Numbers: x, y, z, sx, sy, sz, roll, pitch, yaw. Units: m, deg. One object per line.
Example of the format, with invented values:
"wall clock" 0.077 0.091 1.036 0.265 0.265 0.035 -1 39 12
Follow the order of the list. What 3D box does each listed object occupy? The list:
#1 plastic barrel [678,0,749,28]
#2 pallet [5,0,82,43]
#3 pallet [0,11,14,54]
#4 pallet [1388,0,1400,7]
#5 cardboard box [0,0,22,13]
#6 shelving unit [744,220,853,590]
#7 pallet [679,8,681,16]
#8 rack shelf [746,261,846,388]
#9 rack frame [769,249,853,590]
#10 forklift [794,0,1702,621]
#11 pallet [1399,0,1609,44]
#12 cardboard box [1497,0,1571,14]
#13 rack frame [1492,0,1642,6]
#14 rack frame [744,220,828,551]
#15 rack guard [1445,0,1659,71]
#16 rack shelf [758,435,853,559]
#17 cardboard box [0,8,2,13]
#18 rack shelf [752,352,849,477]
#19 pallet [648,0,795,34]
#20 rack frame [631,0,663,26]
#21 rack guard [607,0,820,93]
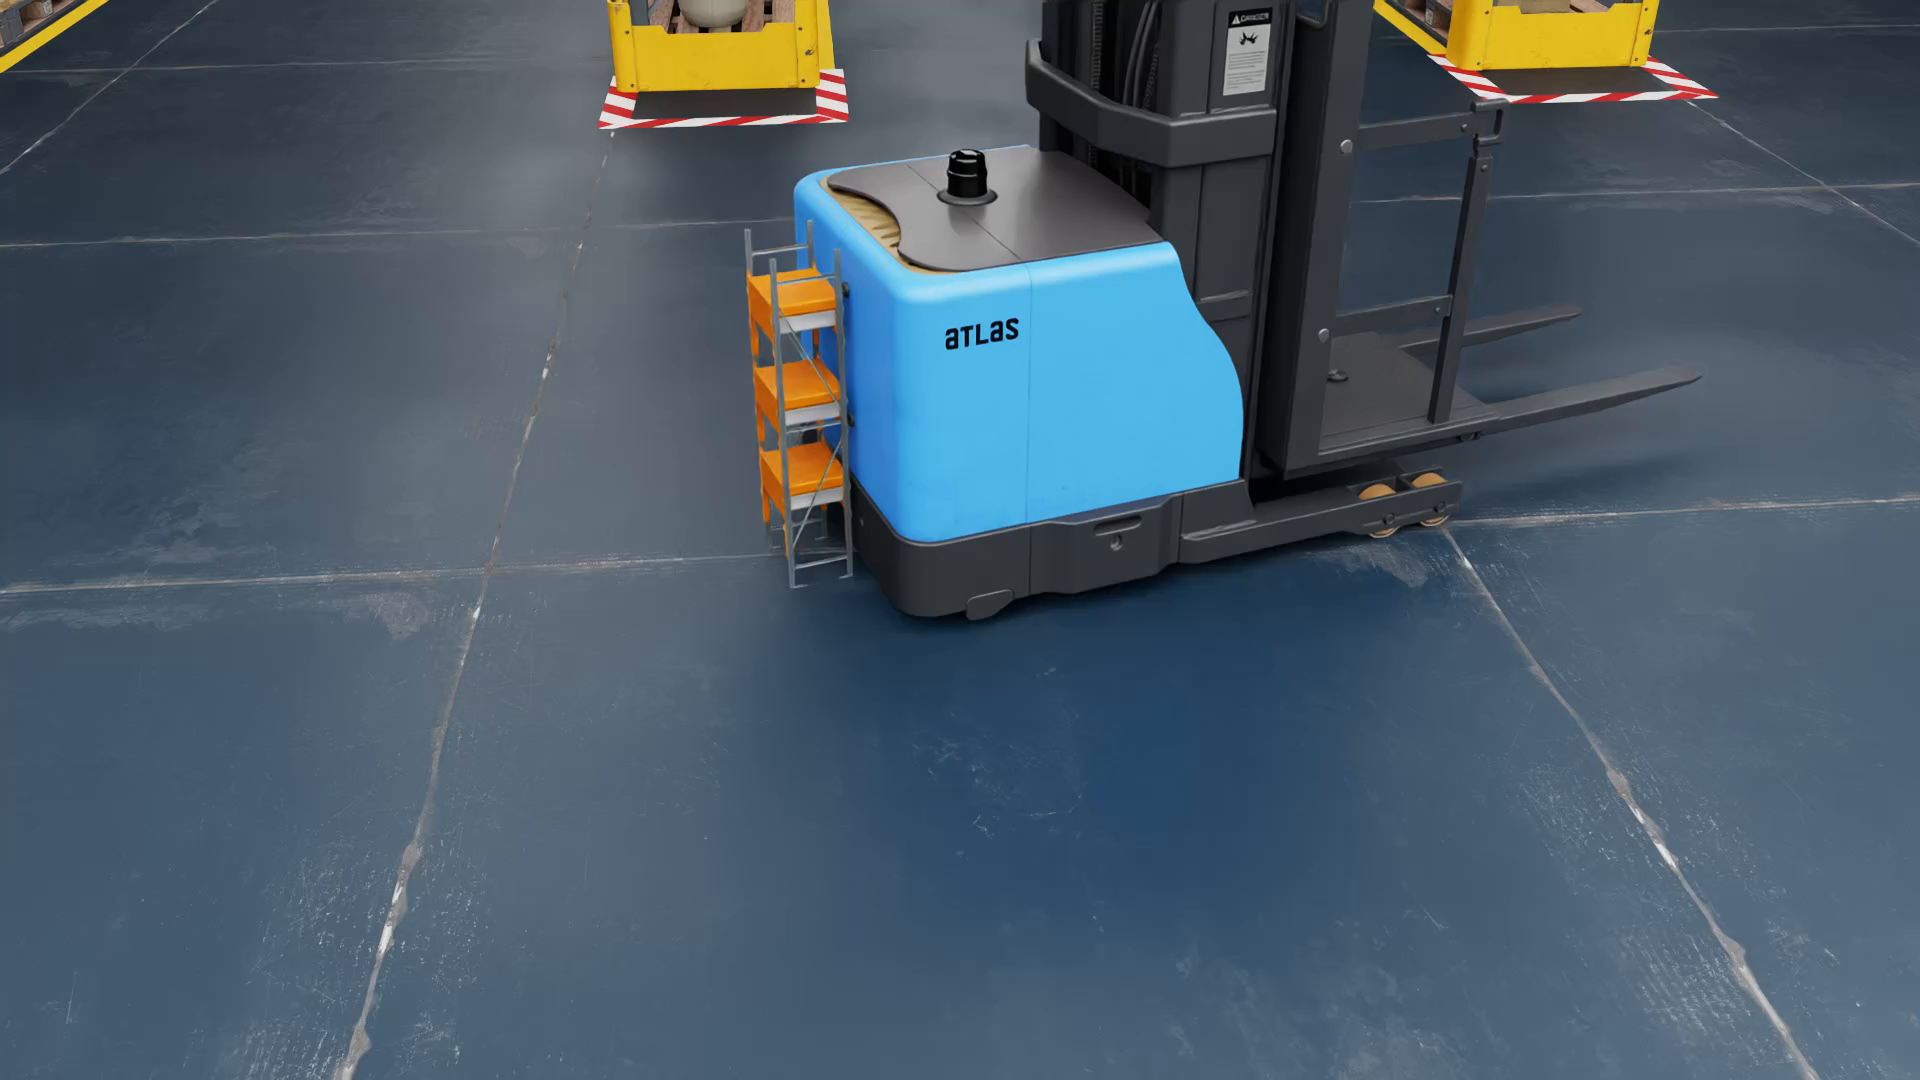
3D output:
"plastic barrel" -1.493 -3.379 9.999 0.421 0.512 0.421 0 31 0
"pallet" -6.512 -3.512 10.924 1.003 0.211 1.213 -3 31 -5
"pallet" -6.401 -2.891 9.884 1.003 0.211 1.213 -3 31 -5
"pallet" 3.417 -4.052 11.827 1.003 0.211 1.213 -3 31 -5
"cardboard box" -6.213 -3.494 10.446 0.500 0.250 0.500 -3 31 -5
"shelving unit" -0.465 -0.380 4.862 0.215 1.050 0.252 -12 33 -19
"pallet" -1.591 -3.811 11.424 1.003 0.211 1.213 -3 31 -5
"rack shelf" -0.466 -0.614 4.722 0.215 0.259 0.240 -12 33 -19
"rack frame" -0.419 -0.322 4.765 0.200 1.050 0.008 -12 33 -19
"forklift" 1.053 -1.503 4.907 3.031 2.935 1.130 -12 33 -19
"pallet" 3.528 -3.430 10.787 1.003 0.211 1.213 -3 31 -5
"cardboard box" 3.534 -3.599 10.378 0.500 0.500 0.500 3 31 5
"rack frame" 3.576 -4.172 9.310 1.000 3.000 0.127 -3 31 -5
"rack frame" -0.512 -0.438 4.959 0.200 1.050 0.008 -12 33 -19
"rack guard" 3.569 -3.138 10.016 1.175 0.500 0.348 -3 31 -5
"rack shelf" -0.465 -0.132 5.010 0.215 0.259 0.240 -12 33 -19
"cardboard box" -6.167 -3.239 10.019 0.500 0.250 0.500 -3 31 -5
"rack shelf" -0.465 -0.371 4.867 0.215 0.259 0.240 -12 33 -19
"pallet" -1.480 -3.189 10.383 1.003 0.211 1.213 -3 31 -5
"rack frame" -1.356 -3.935 8.912 1.000 3.000 0.127 -3 31 -5
"rack guard" -1.410 -2.898 9.614 1.175 0.500 0.348 -3 31 -5
